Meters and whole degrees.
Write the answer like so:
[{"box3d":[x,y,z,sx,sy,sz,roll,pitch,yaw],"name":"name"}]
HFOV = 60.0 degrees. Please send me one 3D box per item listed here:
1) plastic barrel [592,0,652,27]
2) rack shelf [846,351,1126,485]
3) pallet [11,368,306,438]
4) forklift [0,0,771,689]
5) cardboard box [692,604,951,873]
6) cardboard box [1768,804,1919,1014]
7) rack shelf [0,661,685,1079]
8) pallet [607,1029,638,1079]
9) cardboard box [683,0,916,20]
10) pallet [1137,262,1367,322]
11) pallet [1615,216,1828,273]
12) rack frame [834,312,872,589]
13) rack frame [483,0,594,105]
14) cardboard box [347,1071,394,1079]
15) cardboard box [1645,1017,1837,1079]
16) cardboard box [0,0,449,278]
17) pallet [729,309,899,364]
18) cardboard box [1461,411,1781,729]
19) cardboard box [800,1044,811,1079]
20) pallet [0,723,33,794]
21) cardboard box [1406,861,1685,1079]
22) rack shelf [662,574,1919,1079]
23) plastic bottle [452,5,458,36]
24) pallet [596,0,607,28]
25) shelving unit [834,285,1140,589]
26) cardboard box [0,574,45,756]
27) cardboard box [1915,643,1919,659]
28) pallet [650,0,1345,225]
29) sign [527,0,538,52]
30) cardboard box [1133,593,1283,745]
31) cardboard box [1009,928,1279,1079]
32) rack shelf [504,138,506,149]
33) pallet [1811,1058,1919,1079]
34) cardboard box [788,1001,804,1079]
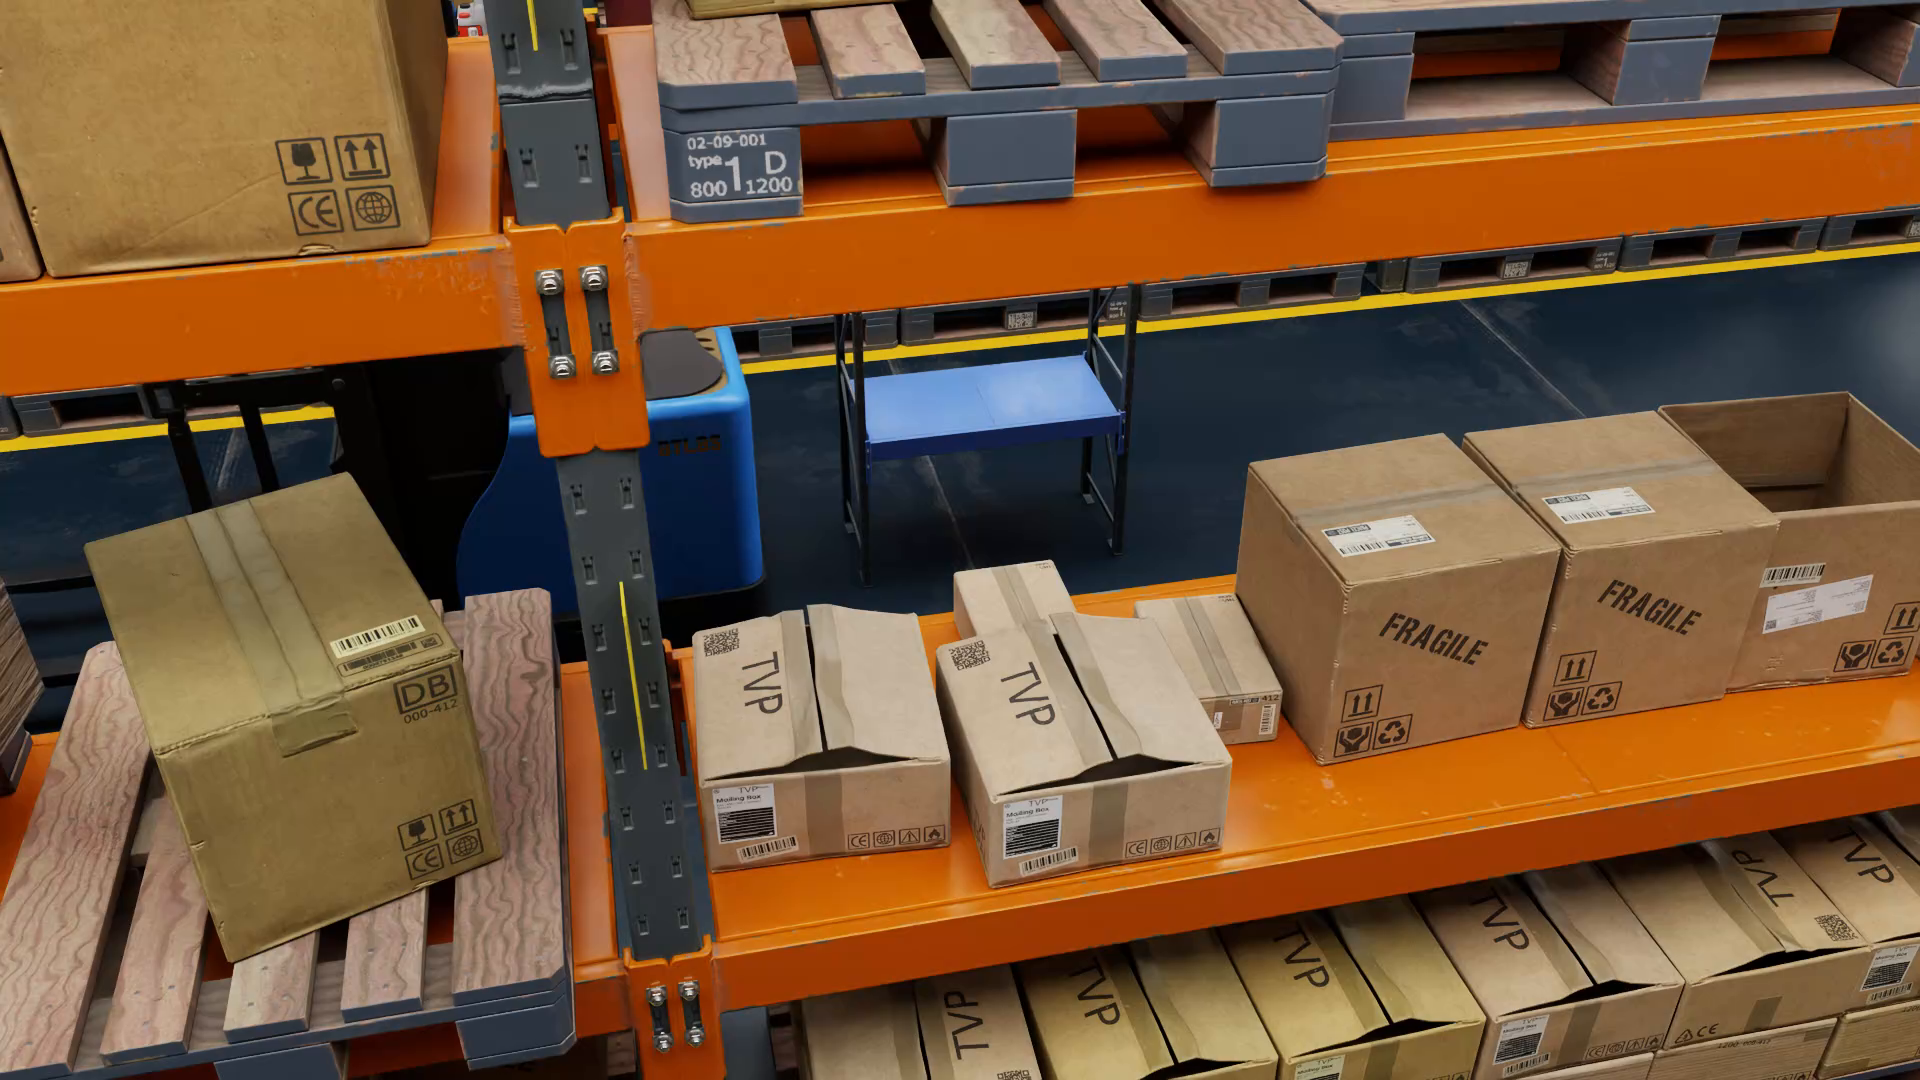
[{"box3d":[-1.373,-2.590,7.796,0.708,0.536,0.600,-7,35,-11],"name":"plastic barrel"},{"box3d":[0.083,-0.484,6.448,1.000,0.185,0.538,-7,35,-11],"name":"rack shelf"},{"box3d":[-3.706,-0.886,7.881,1.213,0.211,1.003,-7,35,-11],"name":"pallet"},{"box3d":[-2.272,-0.879,5.429,3.031,2.935,1.130,-8,35,-11],"name":"forklift"},{"box3d":[-0.305,0.397,3.547,0.500,0.311,0.500,-5,34,-8],"name":"cardboard box"},{"box3d":[2.394,0.897,4.310,0.500,0.311,0.500,-6,34,-9],"name":"cardboard box"},{"box3d":[-2.620,0.925,3.325,4.000,0.370,1.077,-7,35,-11],"name":"rack shelf"},{"box3d":[-1.406,1.610,4.162,1.213,0.211,1.003,-7,35,-11],"name":"pallet"},{"box3d":[-0.239,-1.063,2.708,0.500,0.250,0.500,-10,35,-14],"name":"cardboard box"},{"box3d":[1.386,-1.528,8.838,1.213,0.211,1.003,-7,35,-11],"name":"pallet"},{"box3d":[4.000,-1.857,9.328,1.213,0.211,1.003,-7,35,-11],"name":"pallet"},{"box3d":[-0.413,-0.571,6.255,0.032,1.500,0.500,-7,35,-11],"name":"rack frame"},{"box3d":[-0.669,-2.110,1.819,0.127,3.000,1.000,-7,35,-11],"name":"rack frame"},{"box3d":[-1.530,1.479,3.703,0.500,0.500,0.500,-6,34,-9],"name":"cardboard box"},{"box3d":[1.899,1.189,4.377,0.500,0.250,0.500,-6,34,-9],"name":"cardboard box"},{"box3d":[-1.087,-0.834,2.520,0.500,0.500,0.910,-7,35,-11],"name":"cardboard box"},{"box3d":[-0.994,-1.228,8.391,1.213,0.211,1.003,-7,35,-11],"name":"pallet"},{"box3d":[1.477,0.059,3.880,0.500,0.500,0.500,-7,35,-10],"name":"cardboard box"},{"box3d":[-0.094,1.443,3.998,0.500,0.250,0.500,-7,35,-11],"name":"cardboard box"},{"box3d":[-2.565,0.702,3.184,1.213,0.211,1.003,-7,35,-11],"name":"pallet"},{"box3d":[1.416,1.016,4.131,0.500,0.311,0.500,-8,35,-11],"name":"cardboard box"},{"box3d":[1.281,0.434,4.057,4.000,0.370,1.077,-7,35,-11],"name":"rack shelf"},{"box3d":[-2.371,-2.381,7.722,0.097,0.271,0.097,0,34,0],"name":"plastic bottle"},{"box3d":[-2.088,-3.941,12.433,1.213,0.211,1.003,-7,35,-11],"name":"pallet"},{"box3d":[0.083,-0.633,6.348,1.048,1.500,0.538,-7,35,-11],"name":"shelving unit"},{"box3d":[-2.193,0.312,3.126,0.500,0.500,0.700,-1,34,-2],"name":"cardboard box"},{"box3d":[2.415,0.153,3.951,0.258,0.266,0.396,-8,35,-12],"name":"cardboard box"},{"box3d":[-0.027,-0.918,2.904,1.003,0.211,1.213,-6,34,-8],"name":"pallet"},{"box3d":[-0.552,-0.784,2.071,0.005,0.325,0.100,-7,35,-11],"name":"sign"},{"box3d":[0.562,0.298,3.840,0.250,0.149,0.380,-5,34,-7],"name":"cardboard box"},{"box3d":[0.417,1.141,3.945,0.500,0.311,0.500,-8,35,-12],"name":"cardboard box"},{"box3d":[-3.709,-1.767,7.337,4.000,0.370,1.077,-7,35,-11],"name":"rack shelf"},{"box3d":[2.522,1.159,4.834,1.213,0.211,1.003,-7,35,-11],"name":"pallet"},{"box3d":[-0.210,1.151,4.434,0.500,0.250,0.500,-6,34,-9],"name":"cardboard box"}]
